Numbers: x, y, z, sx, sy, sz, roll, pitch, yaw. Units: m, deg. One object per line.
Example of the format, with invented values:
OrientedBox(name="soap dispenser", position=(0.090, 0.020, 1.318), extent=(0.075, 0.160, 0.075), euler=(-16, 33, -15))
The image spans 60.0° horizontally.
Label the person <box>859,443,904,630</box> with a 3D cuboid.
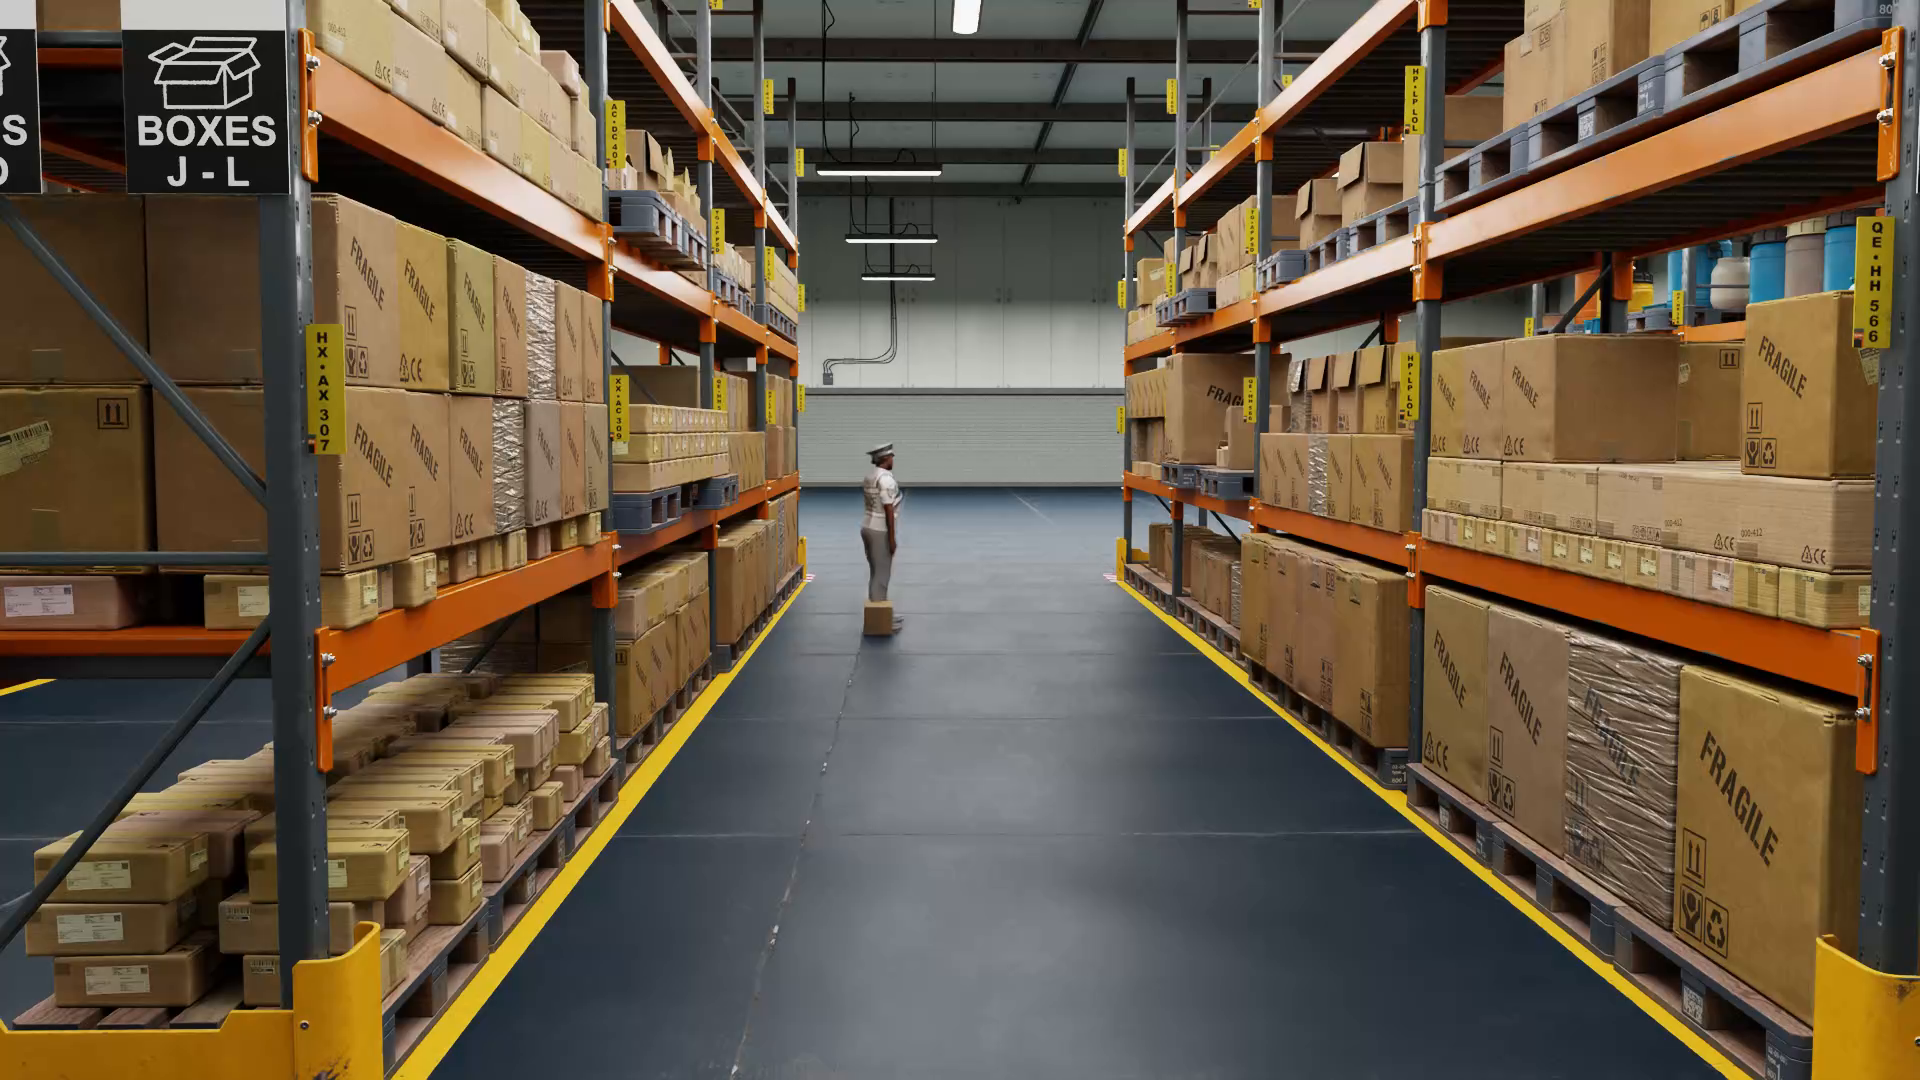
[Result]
OrientedBox(name="person", position=(-0.672, -0.043, 15.162), extent=(0.445, 1.686, 0.514), euler=(-2, 4, -25))
